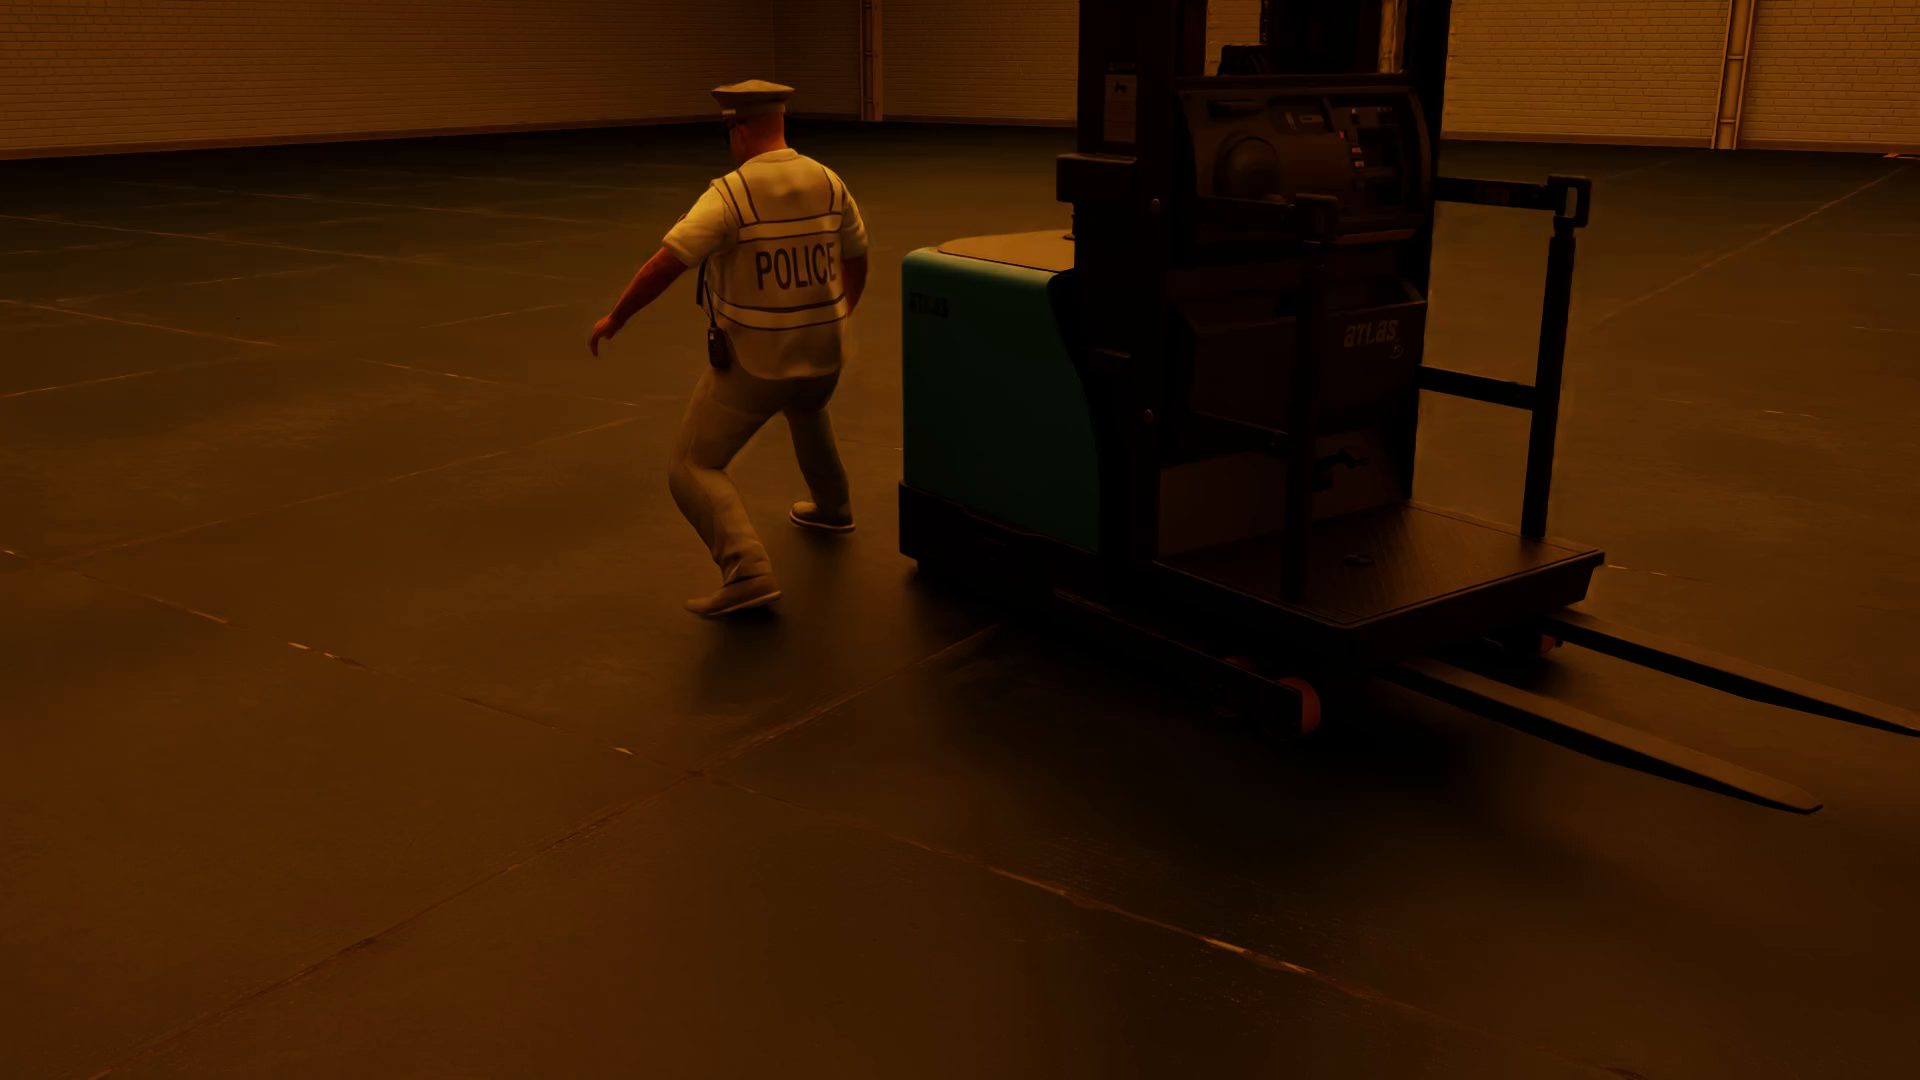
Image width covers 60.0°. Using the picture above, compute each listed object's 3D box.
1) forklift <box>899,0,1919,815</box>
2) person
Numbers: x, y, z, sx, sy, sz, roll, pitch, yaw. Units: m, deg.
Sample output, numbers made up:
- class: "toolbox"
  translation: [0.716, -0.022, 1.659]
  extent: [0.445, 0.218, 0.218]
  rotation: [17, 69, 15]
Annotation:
- class: "forklift"
  translation: [1.075, -1.049, 4.341]
  extent: [1.130, 2.935, 3.031]
  rotation: [-12, 20, -35]
- class: "person"
  translation: [-0.674, -0.646, 5.381]
  extent: [0.959, 1.630, 0.816]
  rotation: [-13, 21, -36]
